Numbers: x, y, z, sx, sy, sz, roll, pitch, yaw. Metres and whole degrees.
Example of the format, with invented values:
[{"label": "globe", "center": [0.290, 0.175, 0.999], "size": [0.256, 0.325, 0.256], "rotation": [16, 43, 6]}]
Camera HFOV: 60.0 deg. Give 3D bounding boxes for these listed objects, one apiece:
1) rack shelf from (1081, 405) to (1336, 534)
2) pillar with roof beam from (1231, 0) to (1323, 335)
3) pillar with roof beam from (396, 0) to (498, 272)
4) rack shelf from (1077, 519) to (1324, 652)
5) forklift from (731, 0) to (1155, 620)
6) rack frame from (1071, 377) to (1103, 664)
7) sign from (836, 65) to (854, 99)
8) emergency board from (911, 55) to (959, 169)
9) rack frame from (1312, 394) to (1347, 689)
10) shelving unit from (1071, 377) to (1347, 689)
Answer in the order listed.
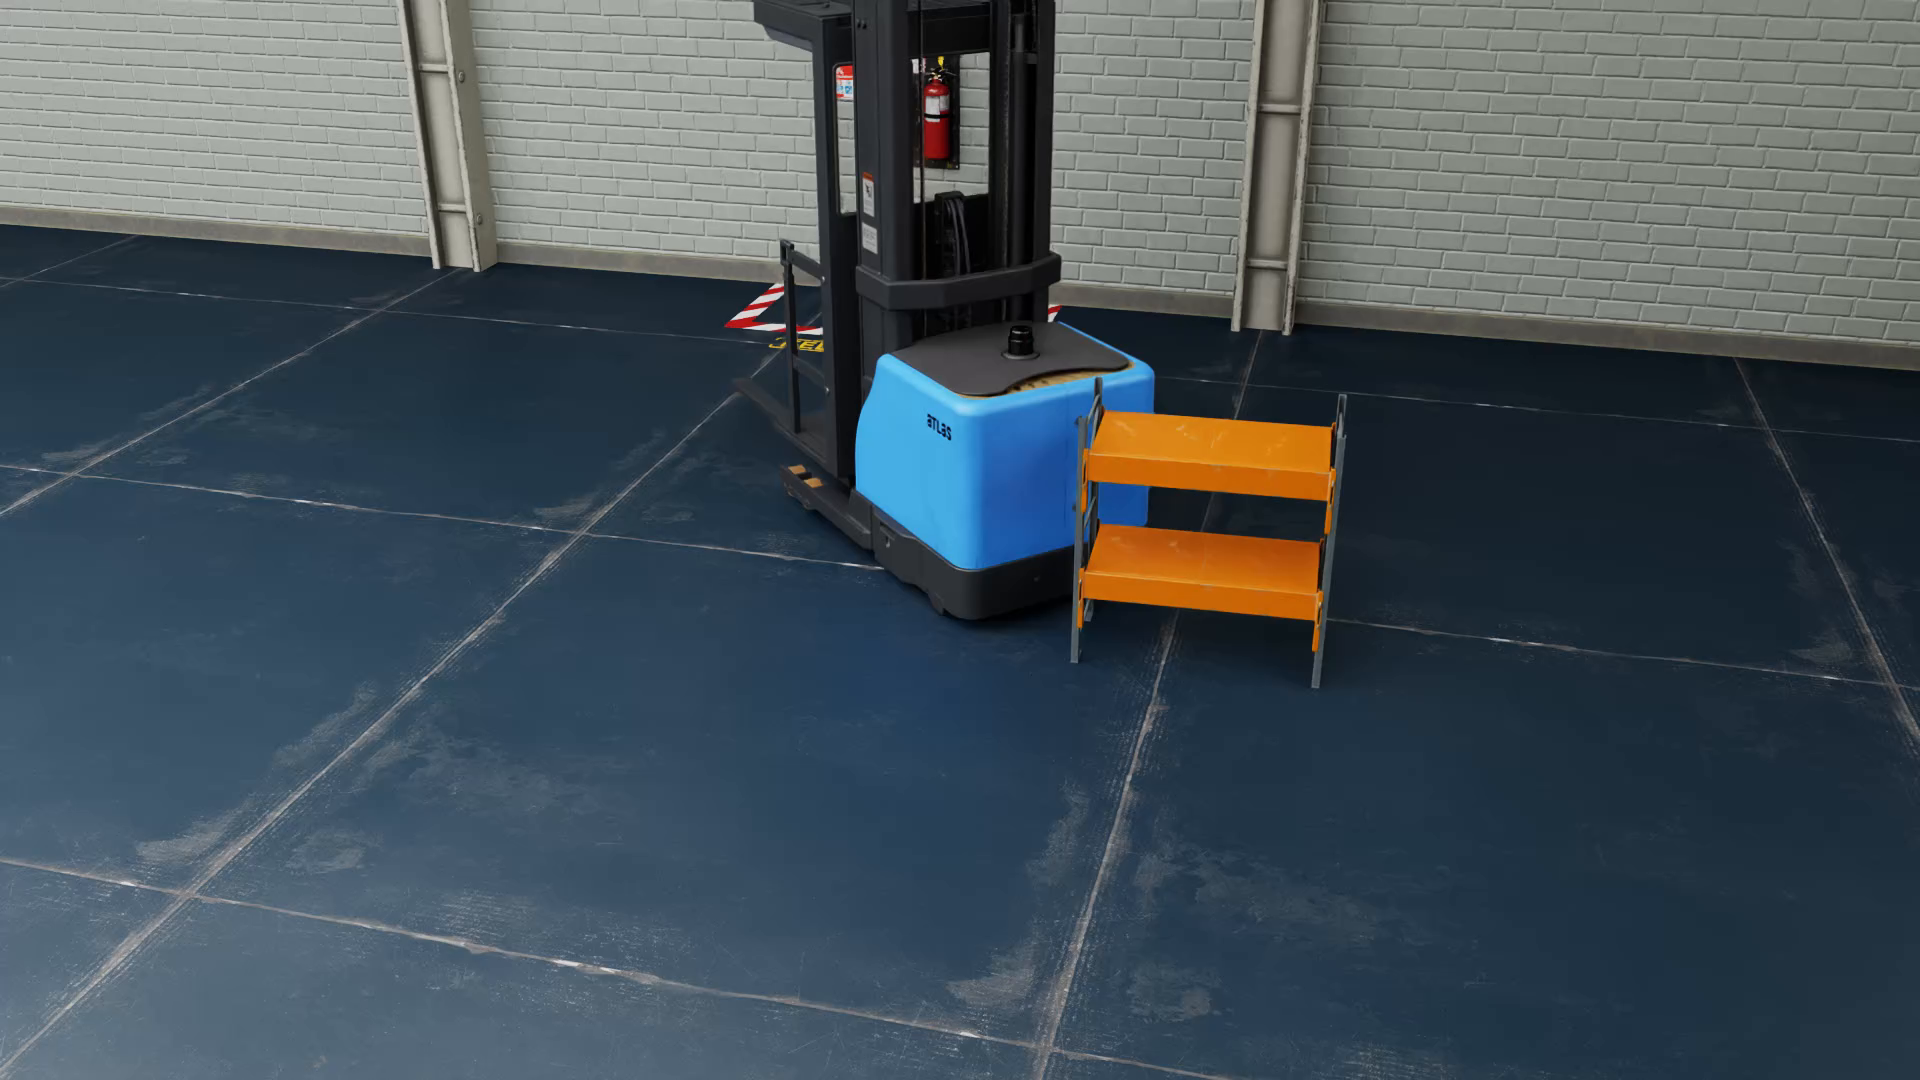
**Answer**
[{"label": "rack shelf", "center": [1.040, -0.302, 6.895], "size": [1.000, 0.278, 0.538], "rotation": [5, 26, 11]}, {"label": "pillar with roof beam", "center": [0.986, -3.725, 5.605], "size": [0.400, 9.000, 9.100], "rotation": [6, 26, 13]}, {"label": "pillar with roof beam", "center": [-4.825, -4.367, 6.954], "size": [0.400, 9.000, 9.100], "rotation": [6, 26, 13]}, {"label": "rack shelf", "center": [1.040, 0.183, 7.126], "size": [1.000, 0.278, 0.538], "rotation": [5, 26, 11]}, {"label": "forklift", "center": [-0.287, -1.565, 8.128], "size": [1.130, 2.935, 3.031], "rotation": [-14, 29, -27]}, {"label": "rack frame", "center": [0.543, -0.084, 7.117], "size": [0.032, 1.125, 0.500], "rotation": [5, 26, 11]}, {"label": "sign", "center": [-0.836, -3.207, 11.455], "size": [0.234, 0.329, 0.001], "rotation": [6, 26, 13]}, {"label": "emergency board", "center": [-0.326, -3.089, 11.248], "size": [0.643, 1.169, 0.194], "rotation": [6, 26, 13]}, {"label": "rack frame", "center": [1.537, 0.008, 6.924], "size": [0.032, 1.125, 0.500], "rotation": [5, 26, 11]}, {"label": "shelving unit", "center": [1.040, -0.038, 7.021], "size": [1.048, 1.125, 0.538], "rotation": [5, 26, 11]}]
